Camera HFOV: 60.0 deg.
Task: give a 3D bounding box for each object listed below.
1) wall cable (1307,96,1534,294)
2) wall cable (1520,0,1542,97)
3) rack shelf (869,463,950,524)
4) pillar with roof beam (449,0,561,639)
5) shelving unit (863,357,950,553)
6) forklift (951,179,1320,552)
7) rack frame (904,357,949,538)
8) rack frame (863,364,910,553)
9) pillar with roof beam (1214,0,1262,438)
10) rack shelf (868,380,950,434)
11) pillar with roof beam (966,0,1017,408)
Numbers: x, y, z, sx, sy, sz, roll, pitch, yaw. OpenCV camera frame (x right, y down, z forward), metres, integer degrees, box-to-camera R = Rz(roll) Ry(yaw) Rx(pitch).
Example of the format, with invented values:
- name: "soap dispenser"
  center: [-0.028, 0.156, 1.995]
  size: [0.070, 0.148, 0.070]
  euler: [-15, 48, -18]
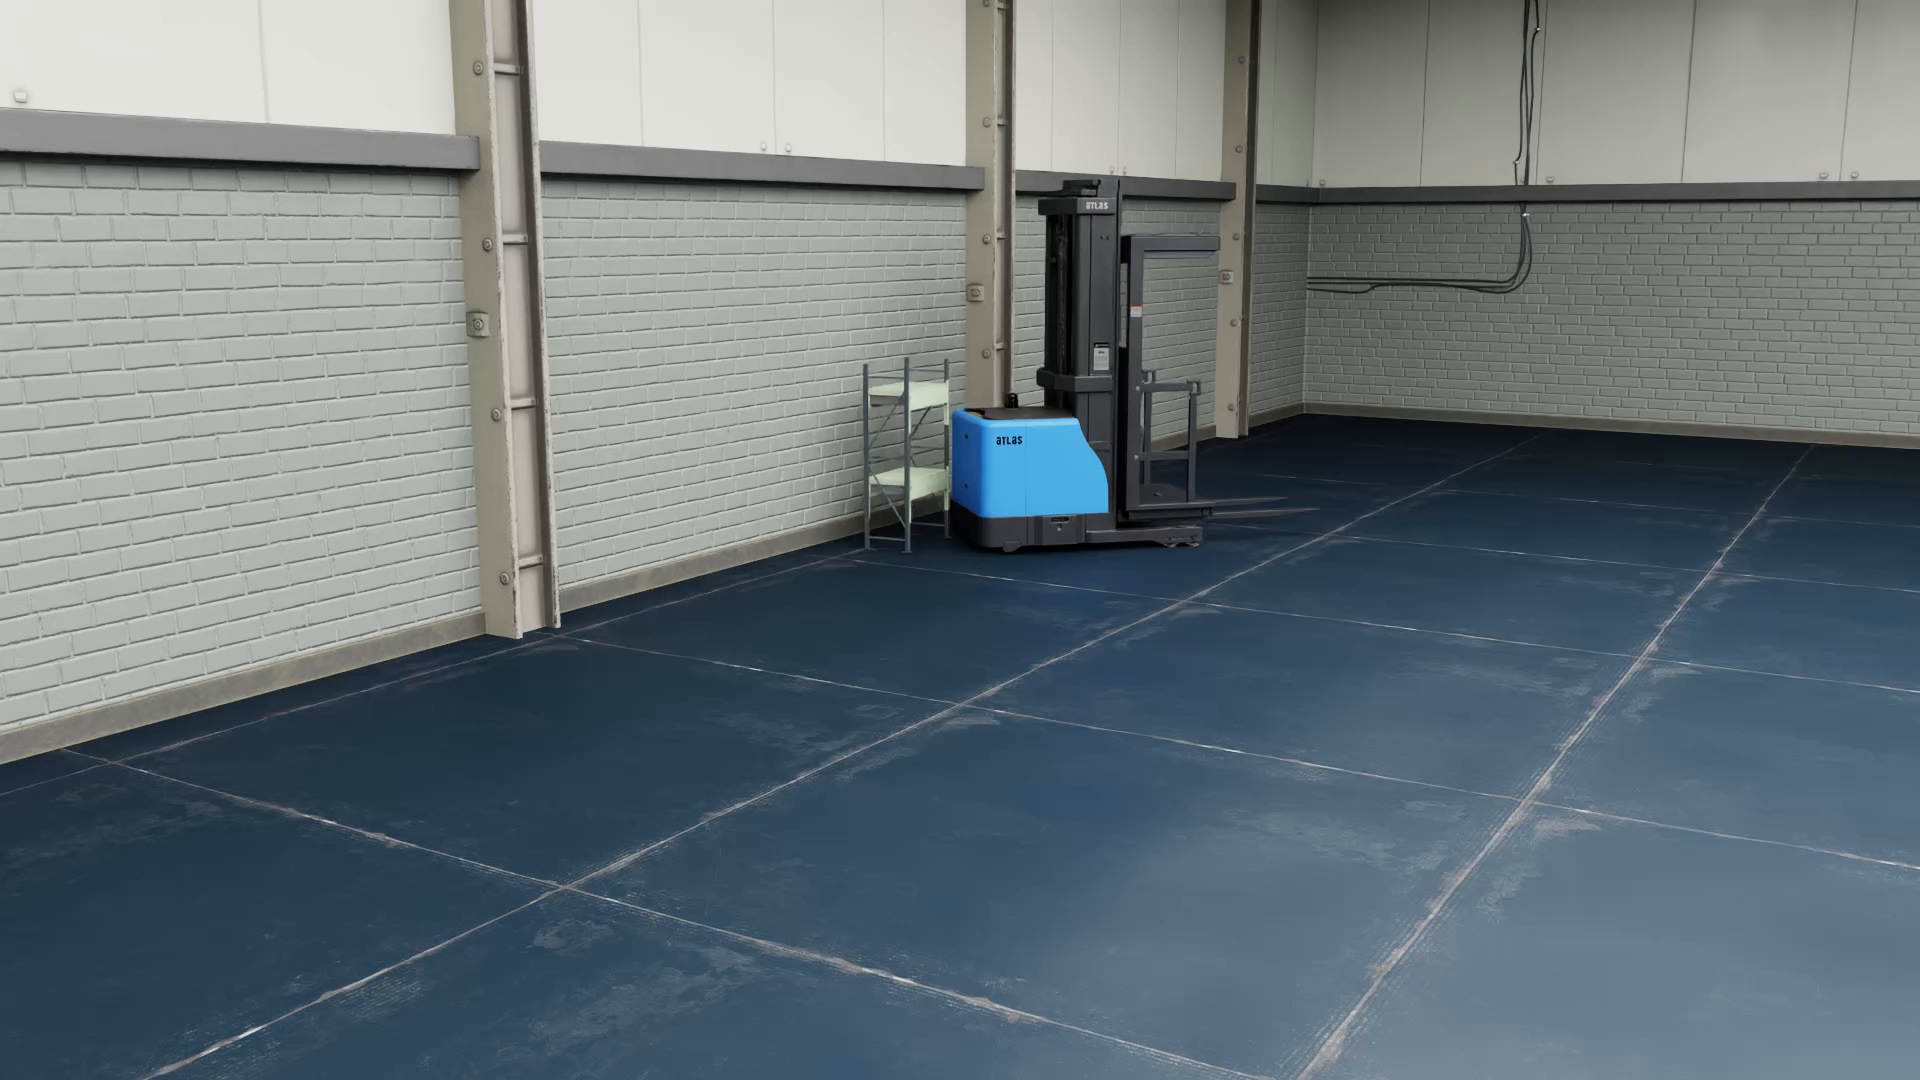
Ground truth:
- name: "wall cable"
  center: [6.055, -4.541, 22.106]
  size: [3.097, 2.526, 0.112]
  euler: [6, 12, 31]
- name: "wall cable"
  center: [8.367, -6.765, 20.261]
  size: [3.097, 2.526, 0.112]
  euler: [6, 12, 31]
- name: "rack shelf"
  center: [-0.431, -0.387, 13.633]
  size: [0.431, 0.370, 0.720]
  euler: [5, 12, 24]
- name: "pillar with roof beam"
  center: [0.845, -3.431, 7.743]
  size: [9.100, 9.000, 0.400]
  euler: [6, 12, 31]
- name: "shelving unit"
  center: [-0.431, -0.708, 13.573]
  size: [0.431, 1.500, 0.755]
  euler: [5, 12, 24]
- name: "forklift"
  center: [1.495, -1.470, 13.754]
  size: [3.031, 2.935, 1.130]
  euler: [-3, 11, -15]
- name: "rack frame"
  center: [-0.277, -0.769, 13.899]
  size: [0.400, 1.500, 0.023]
  euler: [5, 12, 24]
- name: "rack frame"
  center: [-0.585, -0.647, 13.246]
  size: [0.400, 1.500, 0.023]
  euler: [5, 12, 24]
- name: "pillar with roof beam"
  center: [7.075, -5.319, 17.823]
  size: [9.100, 9.000, 0.400]
  euler: [6, 12, 31]
- name: "rack shelf"
  center: [-0.431, -1.091, 13.501]
  size: [0.431, 0.370, 0.720]
  euler: [5, 12, 24]
- name: "pillar with roof beam"
  center: [3.960, -4.375, 12.783]
  size: [9.100, 9.000, 0.400]
  euler: [6, 12, 31]
